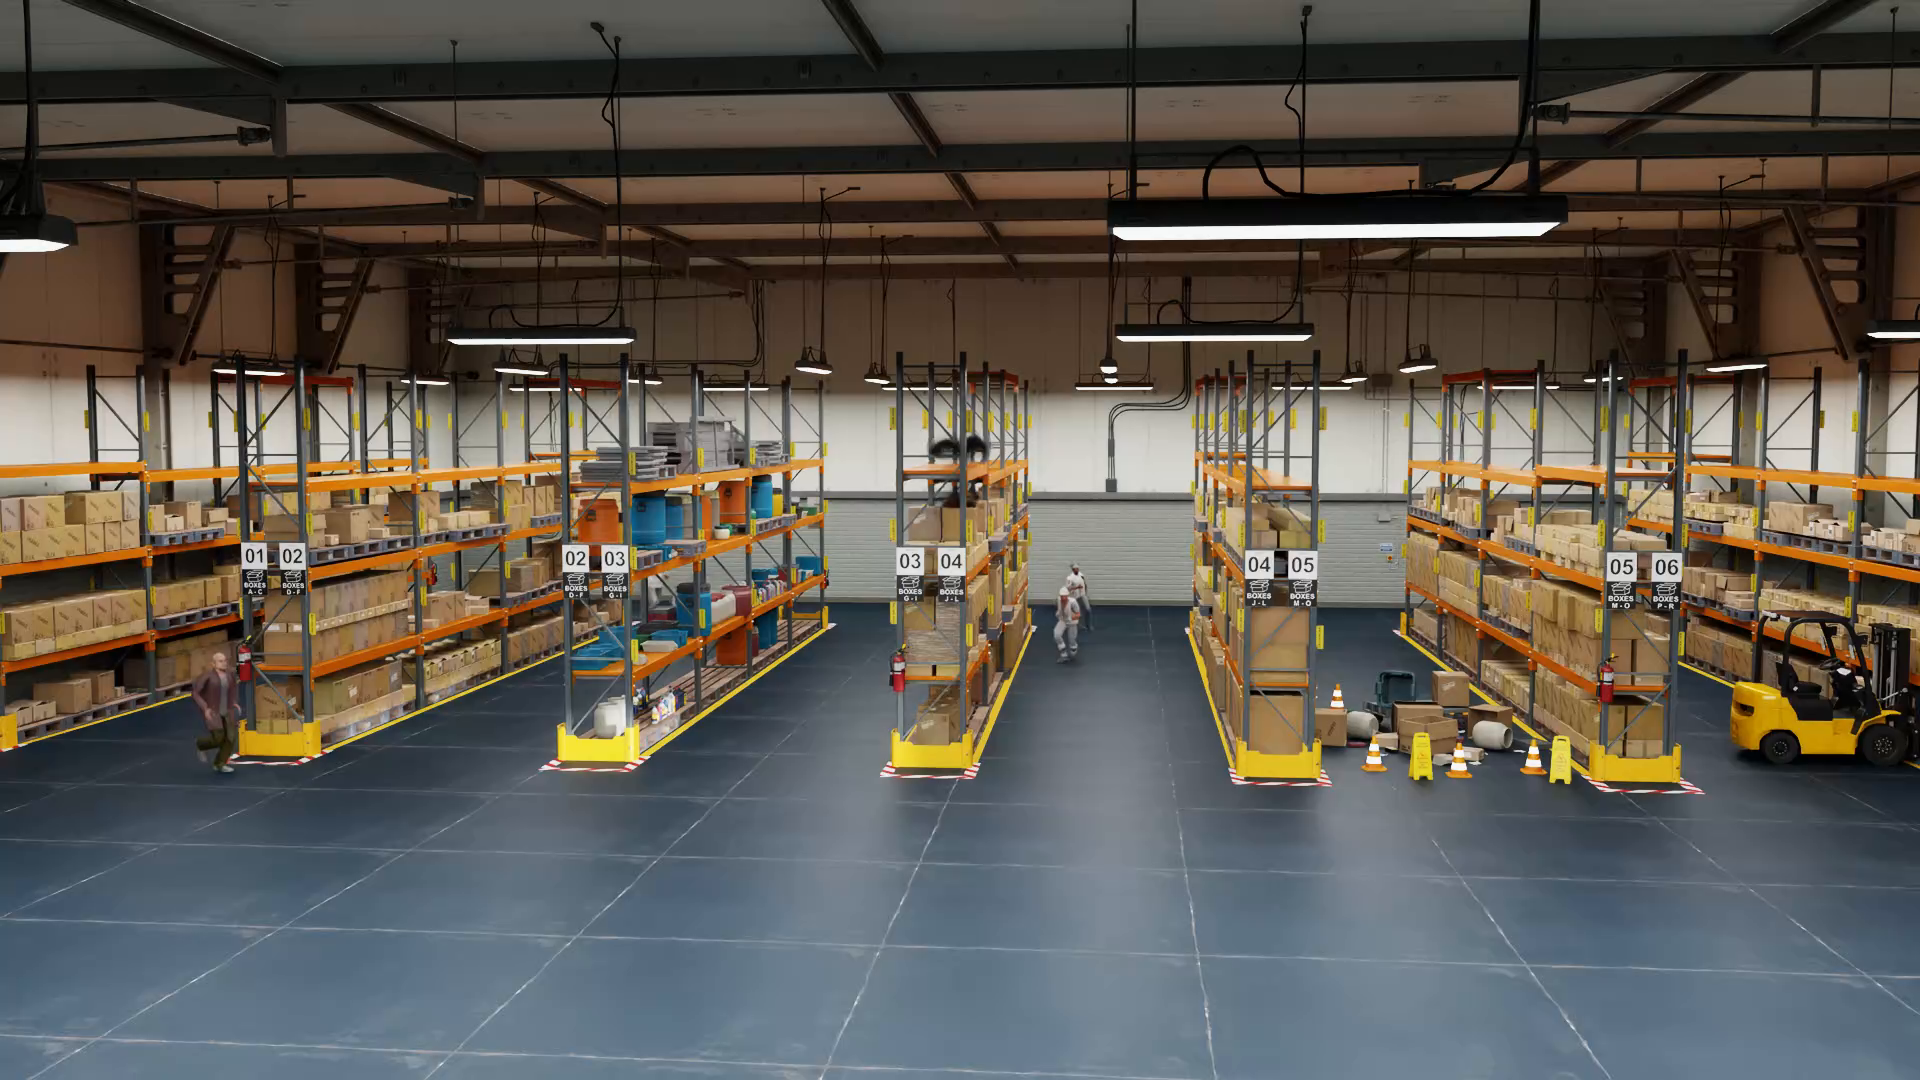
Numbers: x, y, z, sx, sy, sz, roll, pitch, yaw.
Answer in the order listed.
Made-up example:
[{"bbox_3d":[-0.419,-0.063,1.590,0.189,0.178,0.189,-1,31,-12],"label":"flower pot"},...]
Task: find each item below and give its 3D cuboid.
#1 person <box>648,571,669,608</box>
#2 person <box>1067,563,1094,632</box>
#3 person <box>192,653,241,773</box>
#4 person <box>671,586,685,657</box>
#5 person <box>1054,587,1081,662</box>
[{"bbox_3d":[-7.604,1.161,41.533,0.640,1.748,0.992,-3,5,-32],"label":"person"},{"bbox_3d":[2.835,1.359,39.788,0.676,1.669,0.674,-1,4,-19],"label":"person"},{"bbox_3d":[-10.620,2.461,23.761,0.611,1.716,0.698,3,5,35],"label":"person"},{"bbox_3d":[-5.881,1.737,35.710,0.612,1.569,0.959,1,4,18],"label":"person"},{"bbox_3d":[2.251,1.724,34.458,0.694,1.567,1.118,2,4,25],"label":"person"}]
